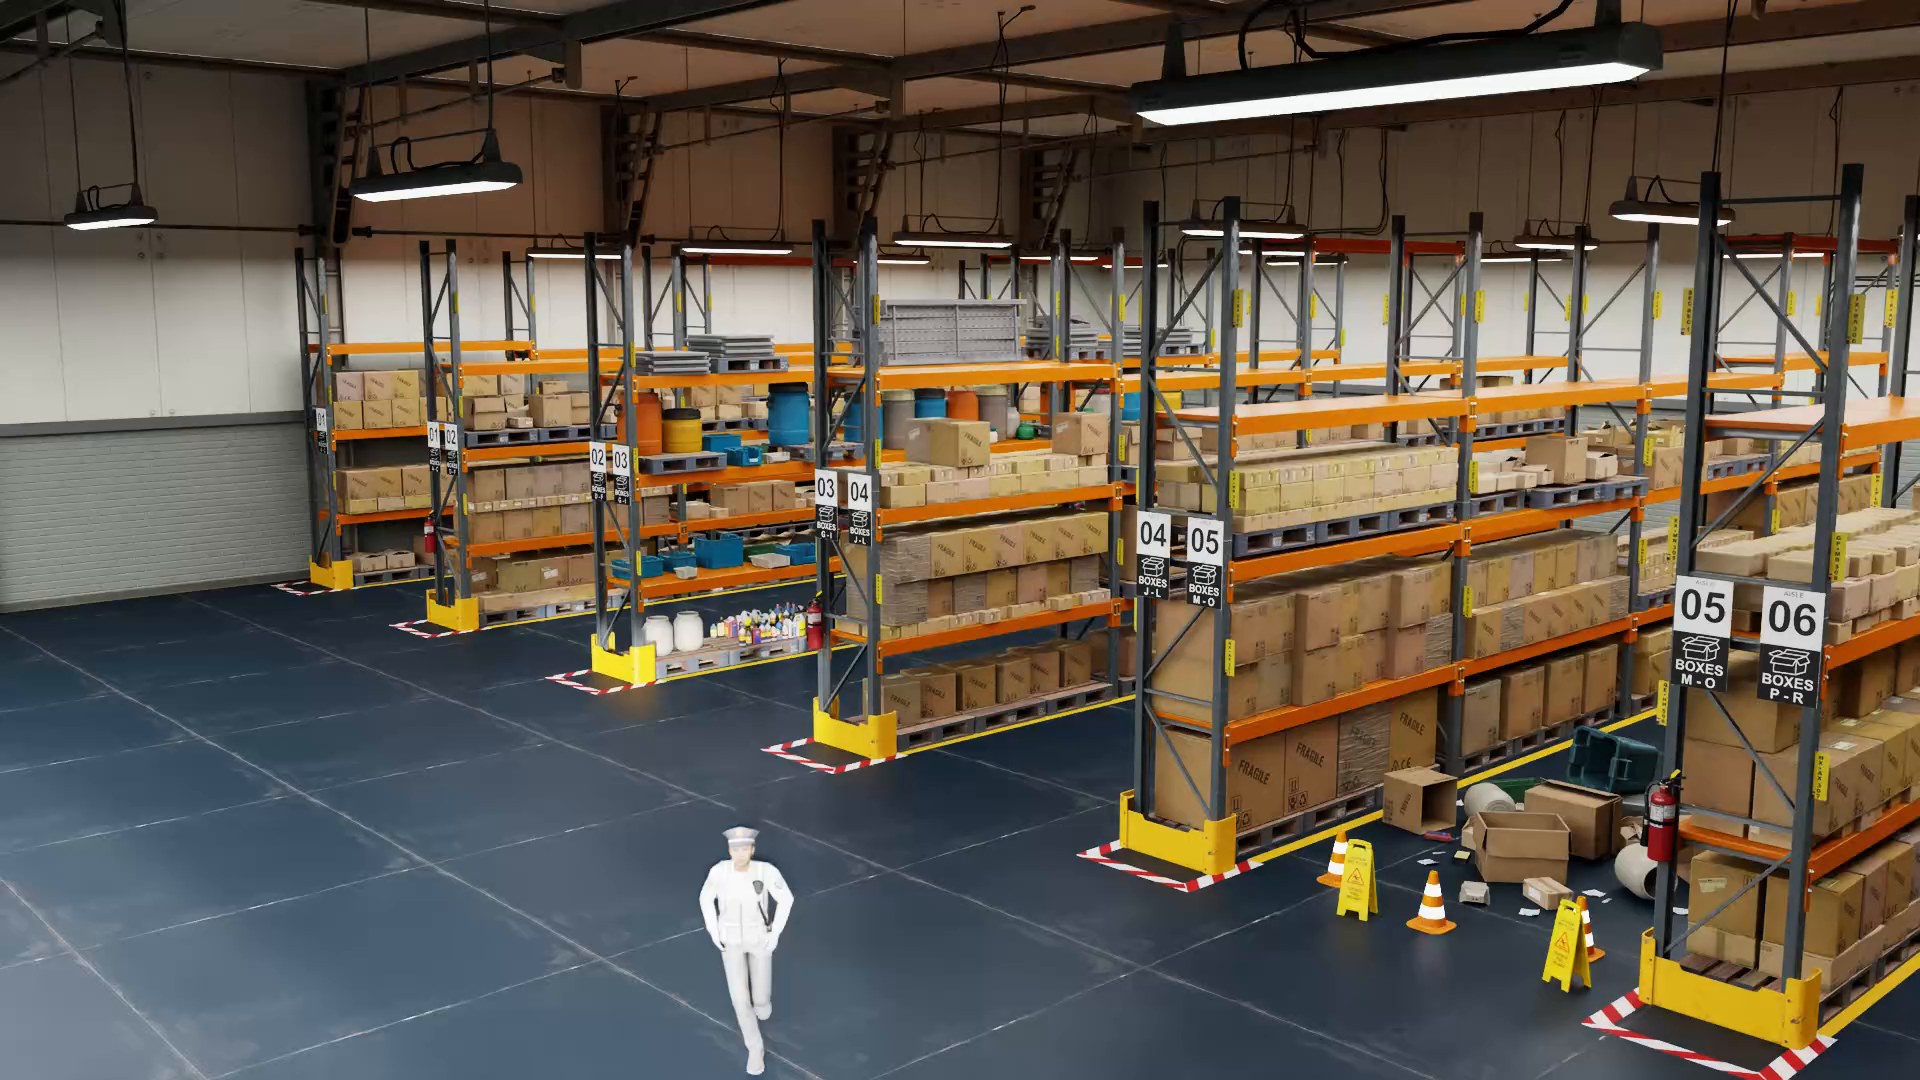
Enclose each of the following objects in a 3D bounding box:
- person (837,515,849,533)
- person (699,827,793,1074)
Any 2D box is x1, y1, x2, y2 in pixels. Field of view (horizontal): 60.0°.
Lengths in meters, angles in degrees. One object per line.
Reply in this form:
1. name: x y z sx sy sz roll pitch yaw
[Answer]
1. person: -1.817 0.067 27.251 0.665 1.771 0.653 -7 11 -41
2. person: -1.456 2.714 11.339 0.642 1.668 0.668 0 8 0
